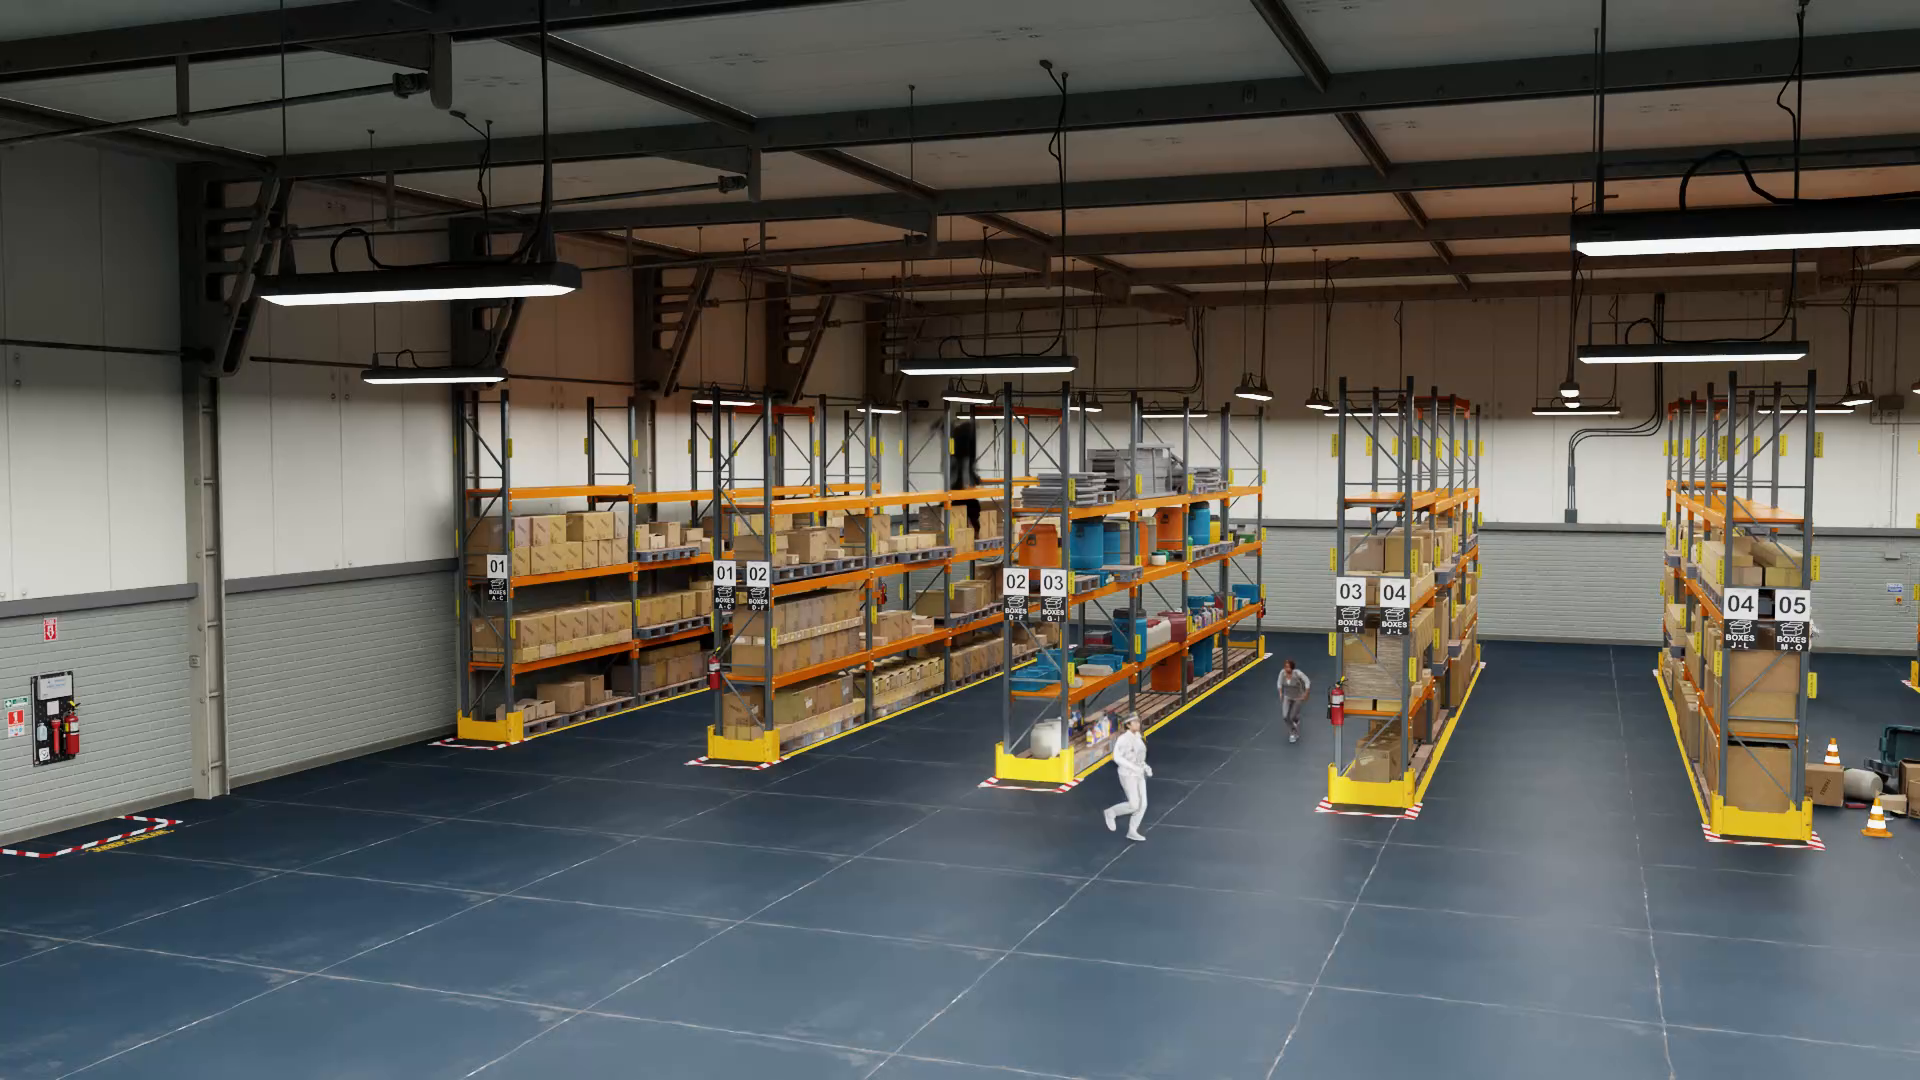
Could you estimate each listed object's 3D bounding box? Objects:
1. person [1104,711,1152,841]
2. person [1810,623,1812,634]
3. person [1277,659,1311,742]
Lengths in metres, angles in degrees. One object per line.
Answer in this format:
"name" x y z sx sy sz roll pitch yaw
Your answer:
"person" 2.166 3.000 21.291 0.611 1.654 0.609 2 4 38
"person" 17.433 2.215 34.679 0.630 1.811 0.827 0 3 9
"person" 5.726 2.728 28.460 0.562 1.448 0.800 2 3 26
